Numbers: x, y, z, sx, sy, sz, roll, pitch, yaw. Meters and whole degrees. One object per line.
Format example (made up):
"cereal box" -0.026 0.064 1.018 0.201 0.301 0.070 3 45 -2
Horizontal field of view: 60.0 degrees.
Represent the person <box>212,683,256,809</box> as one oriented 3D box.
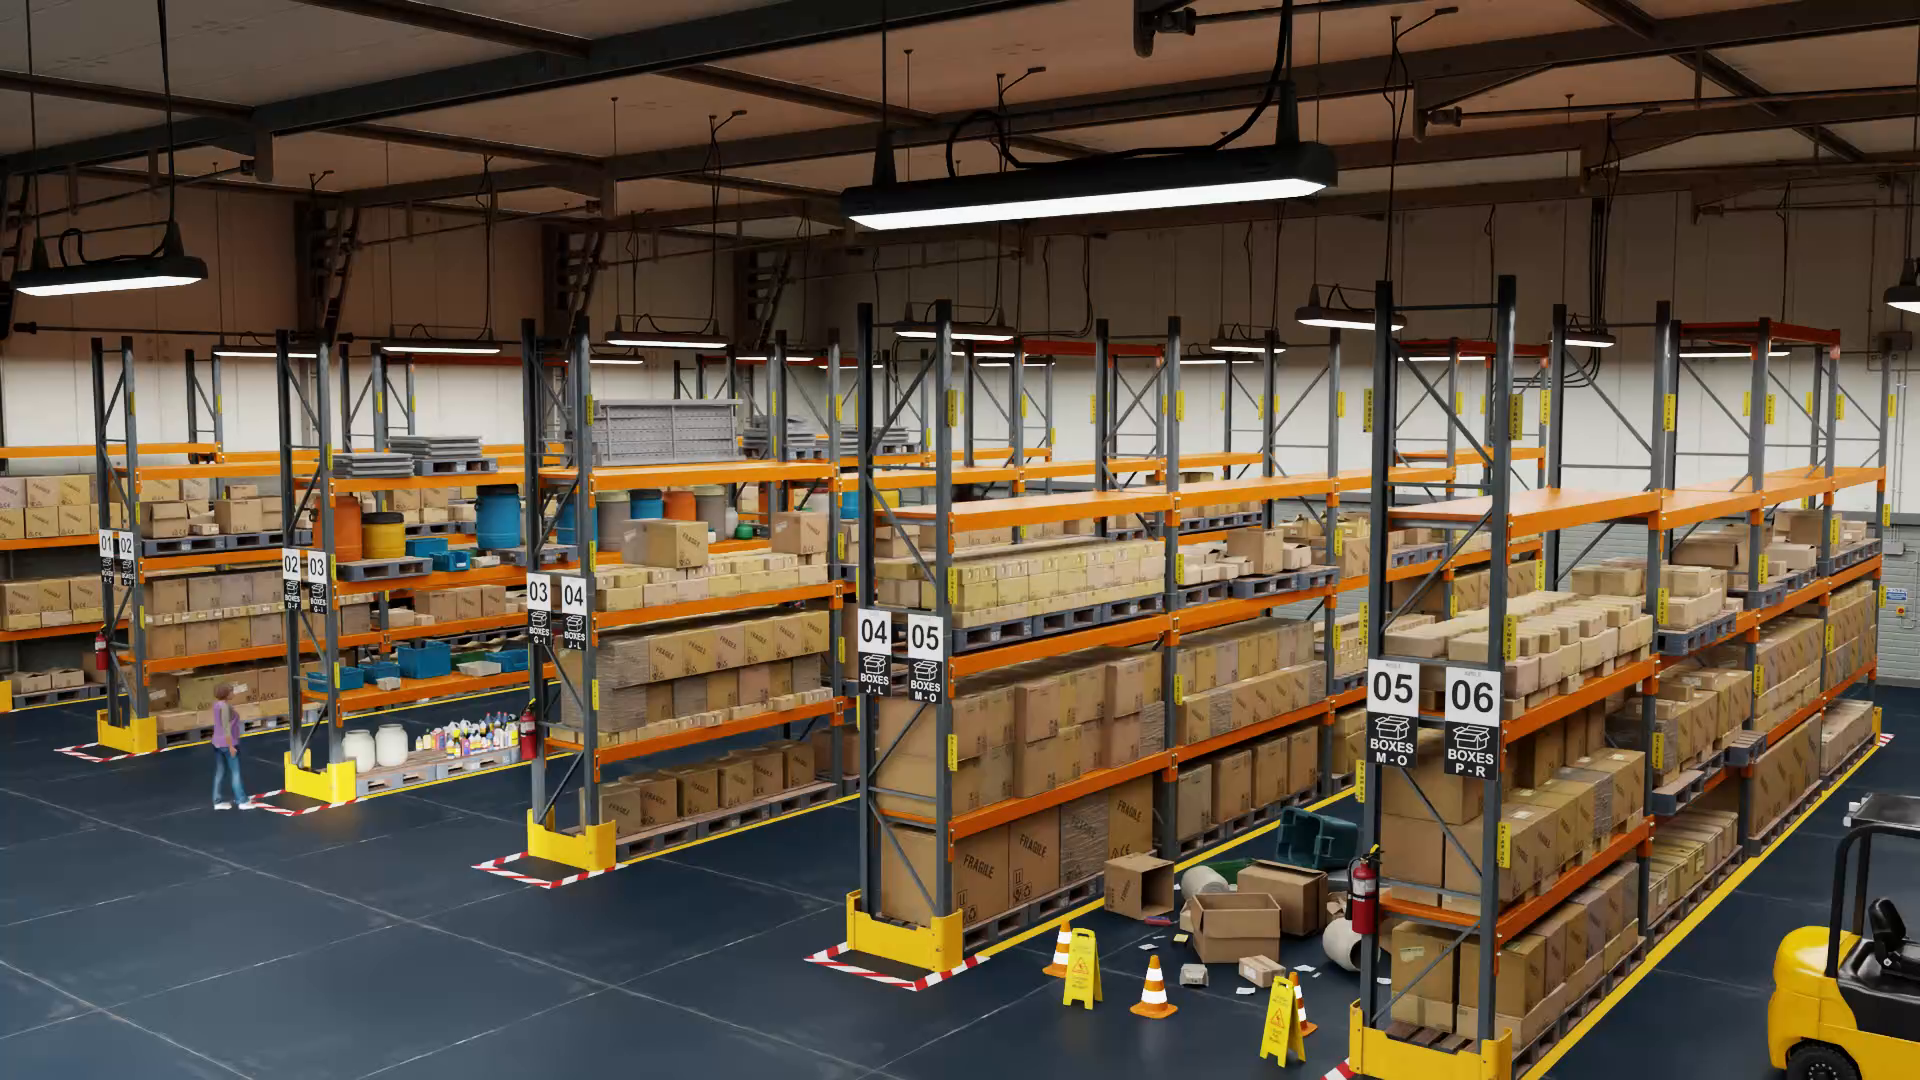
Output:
"person" -9.082 2.566 20.715 0.441 1.613 0.473 4 7 41
